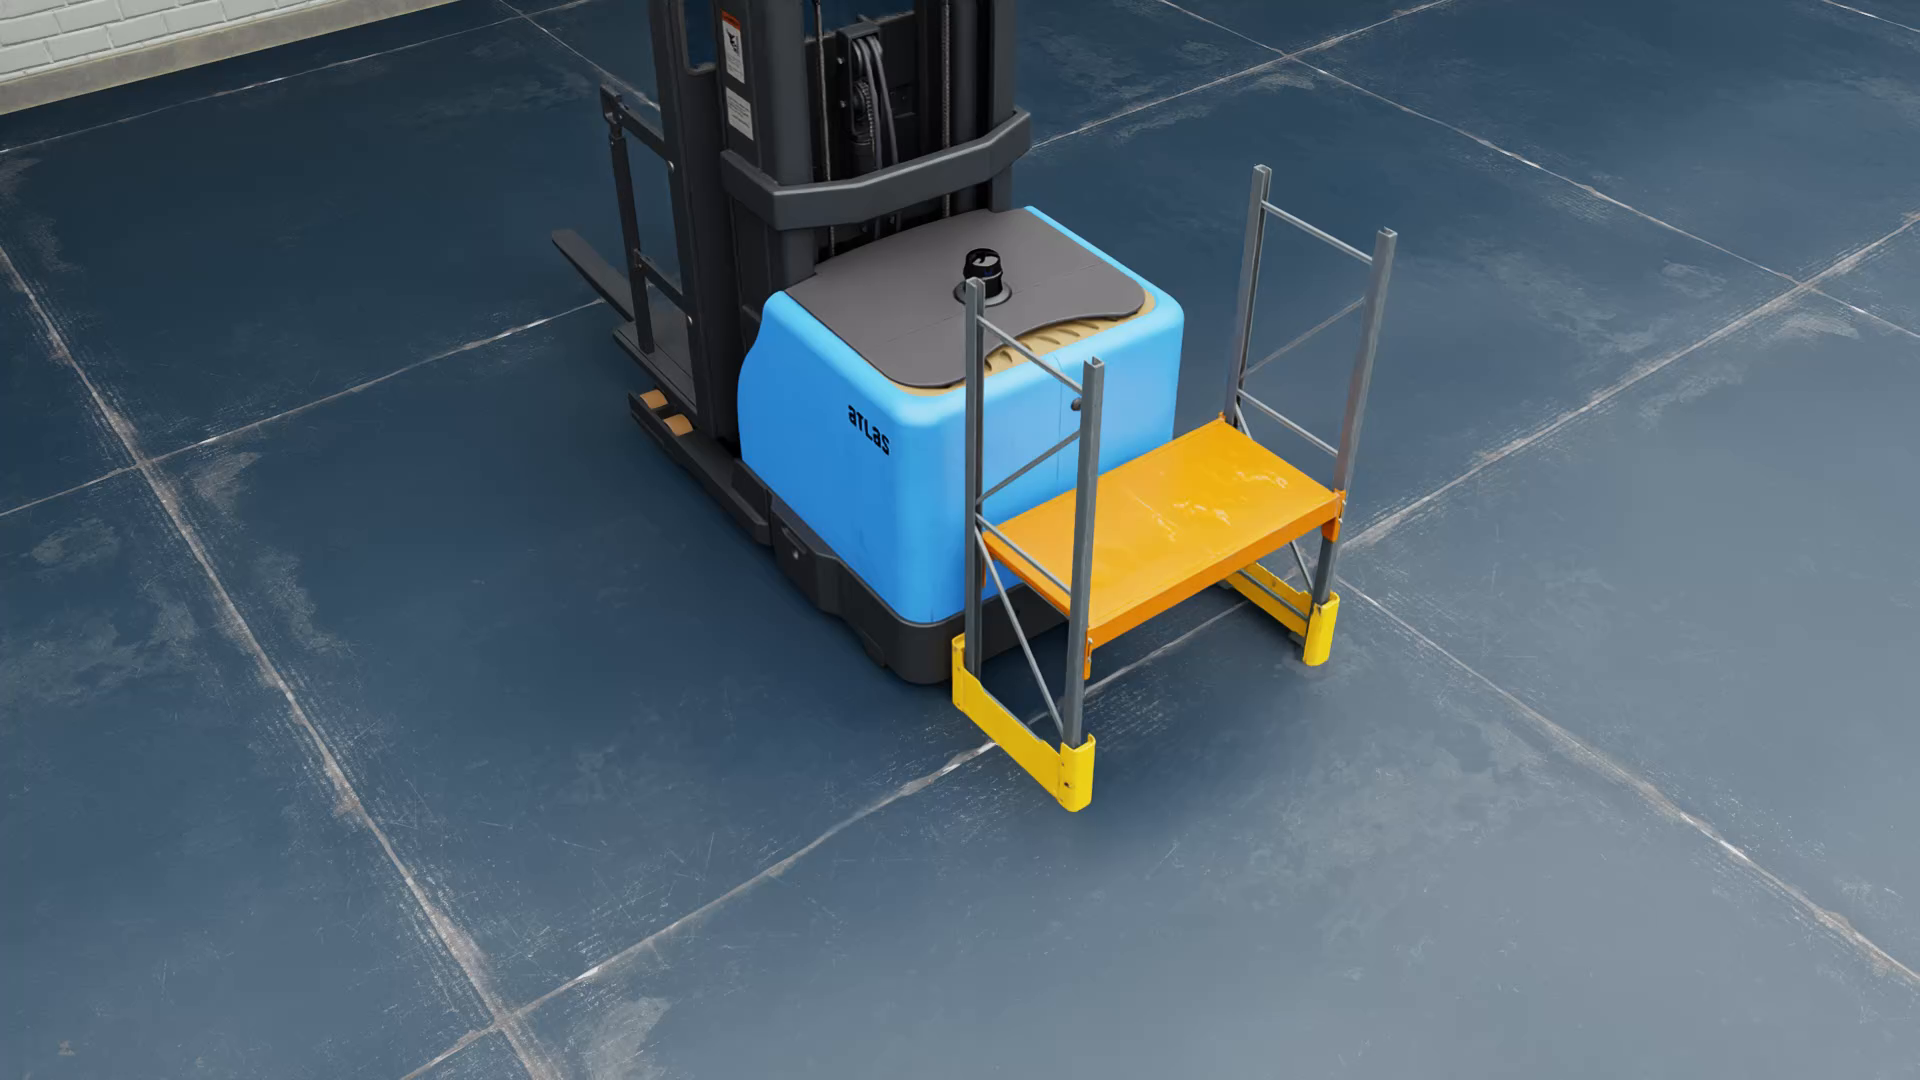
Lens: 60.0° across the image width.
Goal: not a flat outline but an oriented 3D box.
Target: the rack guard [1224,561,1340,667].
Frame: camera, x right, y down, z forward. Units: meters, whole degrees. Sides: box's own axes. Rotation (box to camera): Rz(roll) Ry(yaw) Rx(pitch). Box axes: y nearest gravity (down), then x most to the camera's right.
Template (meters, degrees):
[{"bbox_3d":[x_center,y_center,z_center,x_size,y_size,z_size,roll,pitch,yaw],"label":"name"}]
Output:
[{"bbox_3d":[0.970,0.146,5.374,0.087,0.250,0.587,-26,46,-28],"label":"rack guard"}]

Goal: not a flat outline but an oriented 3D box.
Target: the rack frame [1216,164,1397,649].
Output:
[{"bbox_3d":[0.985,-0.344,4.987,0.032,1.500,0.500,-26,46,-28],"label":"rack frame"}]

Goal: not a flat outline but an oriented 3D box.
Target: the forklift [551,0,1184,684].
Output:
[{"bbox_3d":[-0.575,-1.585,5.371,1.130,2.935,3.031,-24,45,-26],"label":"forklift"}]

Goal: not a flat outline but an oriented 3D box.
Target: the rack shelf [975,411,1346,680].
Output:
[{"bbox_3d":[0.581,-0.010,4.863,1.000,0.185,0.538,-26,46,-28],"label":"rack shelf"}]

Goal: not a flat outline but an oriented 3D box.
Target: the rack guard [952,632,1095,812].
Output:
[{"bbox_3d":[0.178,0.529,4.908,0.087,0.250,0.587,-26,46,-28],"label":"rack guard"}]

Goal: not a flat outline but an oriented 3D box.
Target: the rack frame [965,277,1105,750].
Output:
[{"bbox_3d":[0.177,0.047,4.511,0.032,1.500,0.500,-26,46,-28],"label":"rack frame"}]

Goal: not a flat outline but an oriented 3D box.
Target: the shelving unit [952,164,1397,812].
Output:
[{"bbox_3d":[0.574,-0.145,4.745,1.083,1.500,0.587,-26,46,-28],"label":"shelving unit"}]
